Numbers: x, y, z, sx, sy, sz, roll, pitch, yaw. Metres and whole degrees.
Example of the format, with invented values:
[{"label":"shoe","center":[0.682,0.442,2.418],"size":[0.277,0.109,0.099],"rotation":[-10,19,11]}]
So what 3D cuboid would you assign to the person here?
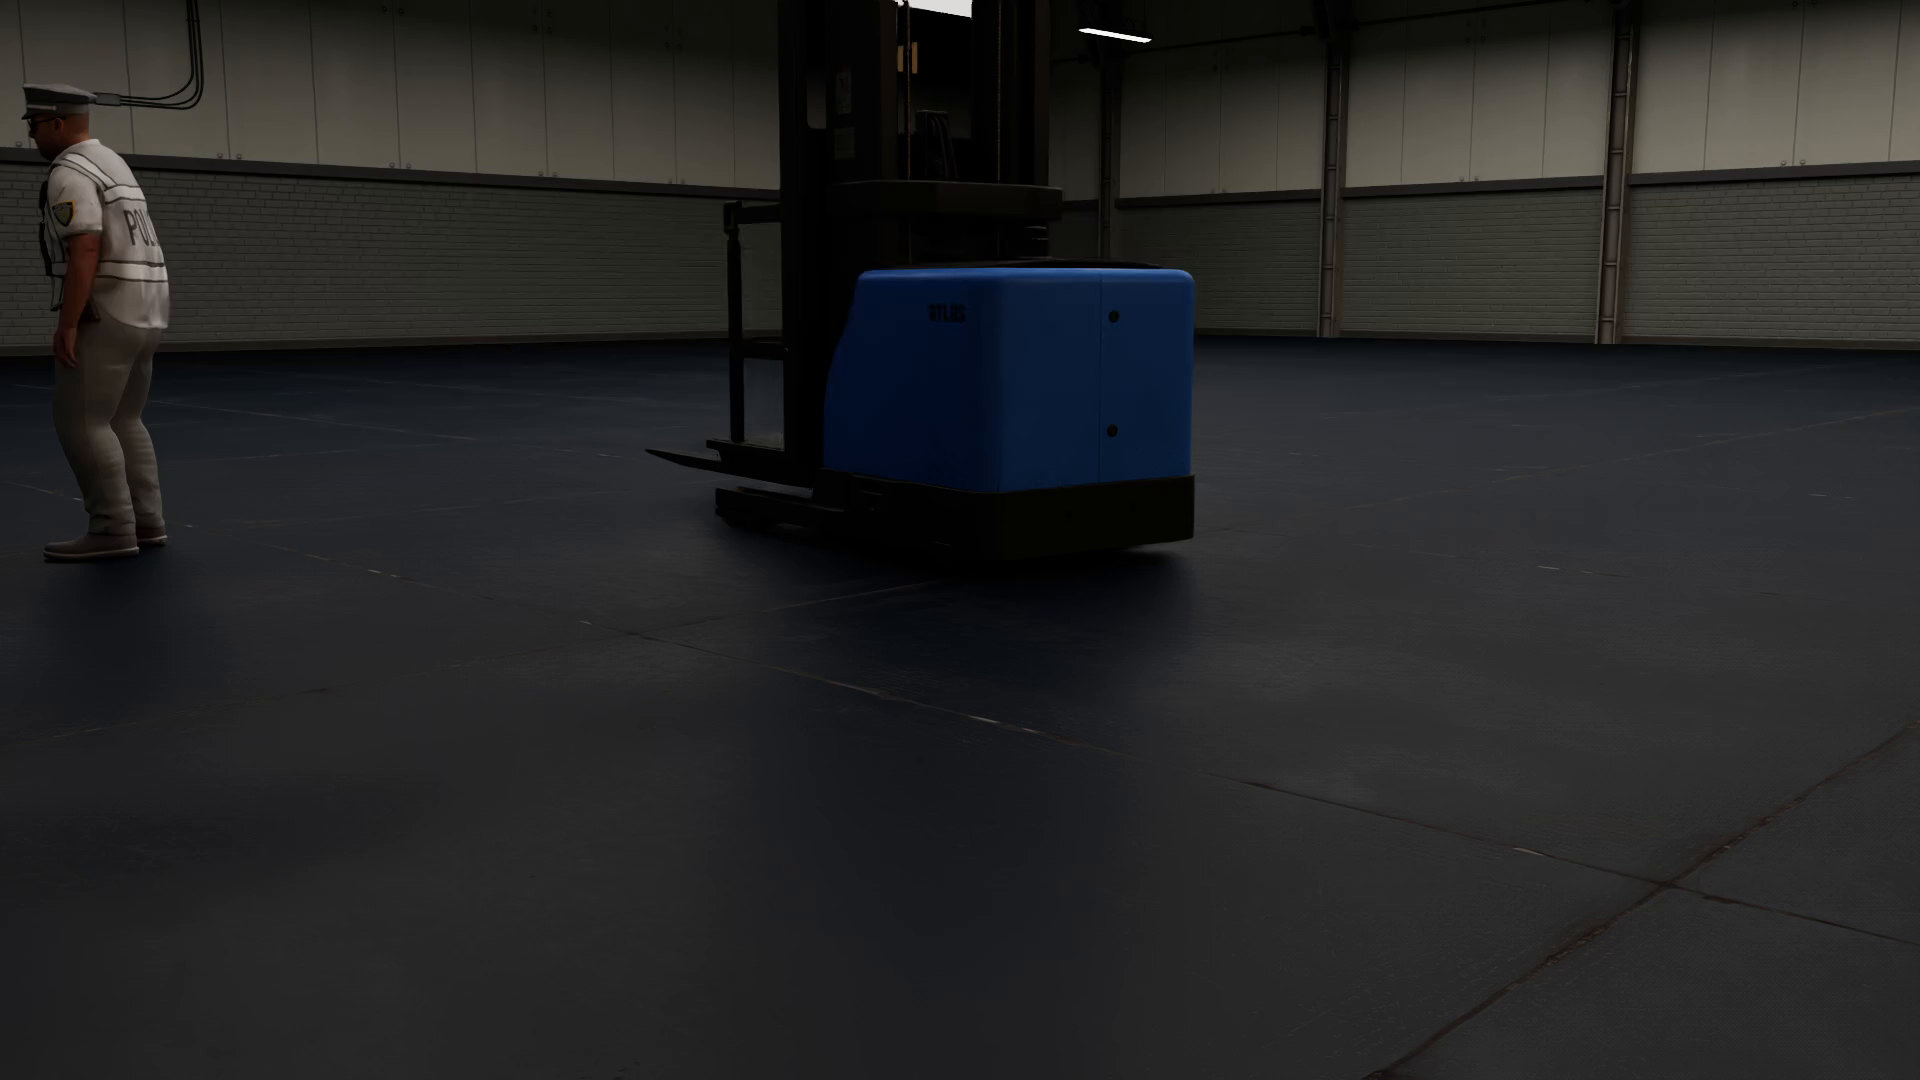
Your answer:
[{"label":"person","center":[-3.231,-0.817,6.267],"size":[0.443,1.747,0.605],"rotation":[-1,9,-7]}]

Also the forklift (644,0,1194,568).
[{"label":"forklift","center":[-0.391,-1.524,6.994],"size":[1.130,2.935,3.031],"rotation":[-6,11,-36]}]
